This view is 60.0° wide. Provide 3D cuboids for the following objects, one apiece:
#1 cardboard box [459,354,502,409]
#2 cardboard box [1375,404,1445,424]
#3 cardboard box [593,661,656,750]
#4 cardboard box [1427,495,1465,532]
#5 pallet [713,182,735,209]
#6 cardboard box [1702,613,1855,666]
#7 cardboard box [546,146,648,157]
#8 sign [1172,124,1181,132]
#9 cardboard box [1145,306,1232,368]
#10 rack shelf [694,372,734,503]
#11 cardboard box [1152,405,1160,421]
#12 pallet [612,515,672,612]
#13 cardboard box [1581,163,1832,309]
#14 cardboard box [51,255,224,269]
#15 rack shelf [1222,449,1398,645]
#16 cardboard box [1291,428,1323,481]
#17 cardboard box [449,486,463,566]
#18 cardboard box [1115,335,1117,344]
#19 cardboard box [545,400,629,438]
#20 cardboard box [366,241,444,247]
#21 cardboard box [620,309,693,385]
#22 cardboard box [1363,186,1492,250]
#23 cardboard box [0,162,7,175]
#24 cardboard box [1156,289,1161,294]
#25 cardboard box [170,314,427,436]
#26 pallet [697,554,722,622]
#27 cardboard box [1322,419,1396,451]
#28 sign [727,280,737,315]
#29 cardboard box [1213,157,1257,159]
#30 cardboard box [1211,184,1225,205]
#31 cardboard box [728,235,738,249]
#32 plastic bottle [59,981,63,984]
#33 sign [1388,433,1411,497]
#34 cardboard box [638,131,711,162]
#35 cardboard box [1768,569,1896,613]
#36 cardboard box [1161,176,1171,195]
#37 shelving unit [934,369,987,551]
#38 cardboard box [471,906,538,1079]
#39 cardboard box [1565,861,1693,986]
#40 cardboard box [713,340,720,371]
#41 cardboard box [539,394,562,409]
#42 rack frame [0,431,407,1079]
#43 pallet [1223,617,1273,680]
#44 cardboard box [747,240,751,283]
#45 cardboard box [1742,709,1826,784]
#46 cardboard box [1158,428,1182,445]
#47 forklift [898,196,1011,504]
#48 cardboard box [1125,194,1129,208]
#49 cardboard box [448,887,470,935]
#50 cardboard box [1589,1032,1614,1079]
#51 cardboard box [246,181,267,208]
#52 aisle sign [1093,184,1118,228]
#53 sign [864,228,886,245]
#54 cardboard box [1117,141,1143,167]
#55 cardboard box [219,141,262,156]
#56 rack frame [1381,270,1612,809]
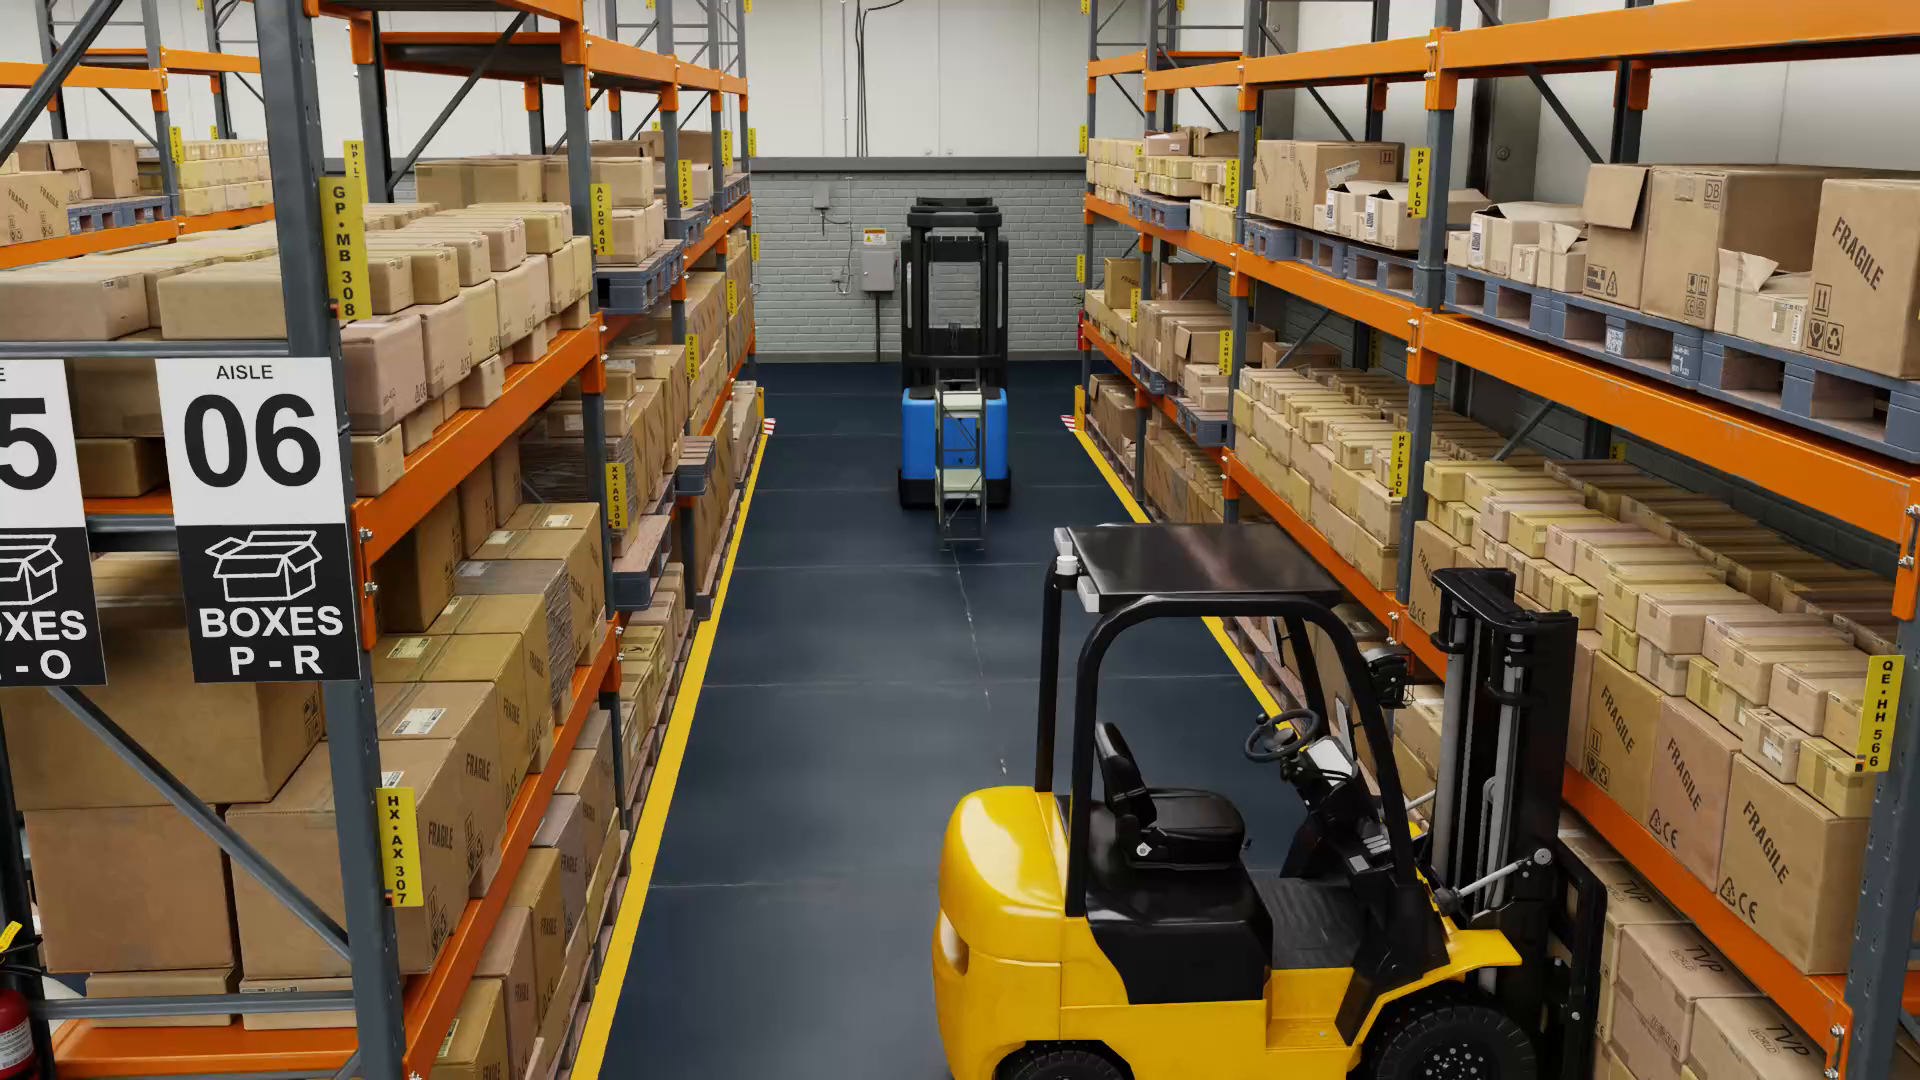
[{"bbox_3d":[-1.749,-0.530,5.550,0.380,0.149,0.250,-1,14,-3],"label":"cardboard box"},{"bbox_3d":[2.826,-0.760,10.459,0.380,0.149,0.250,0,14,-2],"label":"cardboard box"},{"bbox_3d":[-2.300,0.975,9.647,0.950,0.372,0.625,0,14,0],"label":"cardboard box"},{"bbox_3d":[2.494,-0.142,8.054,0.380,0.149,0.250,-1,14,-4],"label":"cardboard box"},{"bbox_3d":[-2.753,-3.388,16.331,1.003,0.211,1.213,-1,14,-3],"label":"pallet"},{"bbox_3d":[2.722,0.351,5.541,0.380,0.149,0.250,-1,14,-3],"label":"cardboard box"},{"bbox_3d":[-2.639,-2.577,11.953,0.797,0.503,0.637,-2,15,-7],"label":"cardboard box"},{"bbox_3d":[2.549,-4.732,19.600,0.100,0.325,0.005,-1,14,-3],"label":"sign"},{"bbox_3d":[2.080,-1.851,15.158,0.700,0.500,0.500,-1,14,-3],"label":"cardboard box"},{"bbox_3d":[-2.589,-0.929,14.059,1.077,0.370,4.000,-1,14,-3],"label":"rack shelf"},{"bbox_3d":[2.059,-1.211,15.986,0.380,0.149,0.250,-1,14,-4],"label":"cardboard box"},{"bbox_3d":[-2.119,0.116,8.941,1.003,0.211,1.213,-1,14,-3],"label":"pallet"},{"bbox_3d":[2.752,-1.131,6.131,0.797,0.503,0.637,0,14,-2],"label":"cardboard box"},{"bbox_3d":[-2.297,-0.715,4.668,0.380,0.149,0.250,-1,14,-4],"label":"cardboard box"},{"bbox_3d":[2.613,-0.011,10.494,1.077,0.370,4.000,-1,14,-3],"label":"rack shelf"},{"bbox_3d":[2.374,-0.531,10.367,0.500,0.250,0.500,-1,14,-3],"label":"cardboard box"},{"bbox_3d":[-2.392,-0.096,6.576,0.700,0.500,0.500,-1,14,-5],"label":"cardboard box"},{"bbox_3d":[1.892,-2.190,18.021,0.380,0.149,0.250,-1,14,-4],"label":"cardboard box"},{"bbox_3d":[-1.893,-0.617,8.463,0.380,0.149,0.250,-1,14,-4],"label":"cardboard box"},{"bbox_3d":[-1.825,-0.848,5.186,0.380,0.149,0.250,-1,14,-4],"label":"cardboard box"},{"bbox_3d":[-2.251,-1.439,12.391,0.500,0.500,0.500,-1,14,-5],"label":"cardboard box"},{"bbox_3d":[2.449,-1.700,8.729,0.500,0.311,0.500,-1,14,-5],"label":"cardboard box"},{"bbox_3d":[-7.181,-2.783,12.066,0.396,0.266,0.258,-1,14,-3],"label":"cardboard box"},{"bbox_3d":[2.287,-2.808,19.623,0.500,0.250,0.500,0,14,-2],"label":"cardboard box"},{"bbox_3d":[-1.734,-0.443,4.413,0.500,0.250,0.500,-1,14,-4],"label":"cardboard box"},{"bbox_3d":[-2.438,0.374,13.150,1.003,0.211,1.213,-1,14,-3],"label":"pallet"},{"bbox_3d":[2.386,-0.624,9.928,0.380,0.149,0.250,-1,14,-3],"label":"cardboard box"},{"bbox_3d":[-2.172,-2.308,15.810,0.100,0.325,0.005,-1,14,-3],"label":"sign"},{"bbox_3d":[2.446,-3.315,14.736,0.380,0.149,0.250,0,14,-2],"label":"cardboard box"},{"bbox_3d":[2.181,-2.706,13.006,0.380,0.149,0.250,-1,14,-3],"label":"cardboard box"},{"bbox_3d":[-2.604,-3.213,17.986,0.380,0.149,0.250,-1,14,-2],"label":"cardboard box"},{"bbox_3d":[-4.009,1.988,7.176,0.133,0.061,0.283,2,15,6],"label":"plastic bottle"},{"bbox_3d":[2.196,-0.374,8.295,0.100,0.325,0.005,-1,14,-3],"label":"sign"},{"bbox_3d":[-2.828,-3.864,16.753,0.797,0.503,0.637,0,14,1],"label":"cardboard box"},{"bbox_3d":[3.205,0.214,6.074,0.380,0.149,0.250,-1,14,-5],"label":"cardboard box"},{"bbox_3d":[1.935,-3.037,14.251,0.380,0.149,0.250,-1,14,-2],"label":"cardboard box"},{"bbox_3d":[0.000,-0.725,14.833,0.431,1.500,0.755,-1,14,-3],"label":"shelving unit"},{"bbox_3d":[-1.782,1.634,5.825,0.500,0.500,0.500,-1,14,-6],"label":"cardboard box"},{"bbox_3d":[2.566,1.415,6.177,0.500,0.250,0.500,-1,14,-3],"label":"cardboard box"},{"bbox_3d":[-2.366,-1.585,14.465,0.500,0.250,0.500,-1,14,-2],"label":"cardboard box"},{"bbox_3d":[-2.533,-0.544,9.479,0.500,0.500,0.500,0,14,-2],"label":"cardboard box"},{"bbox_3d":[-1.969,1.210,4.304,1.000,3.000,0.127,-1,14,-3],"label":"rack frame"},{"bbox_3d":[2.501,0.699,11.887,1.003,0.211,1.213,-1,14,-3],"label":"pallet"},{"bbox_3d":[-2.693,-3.186,19.180,0.500,0.500,0.500,0,14,-2],"label":"cardboard box"},{"bbox_3d":[2.638,0.625,5.075,0.380,0.149,0.250,-1,14,-3],"label":"cardboard box"},{"bbox_3d":[2.092,-0.998,15.757,0.380,0.149,0.250,-1,14,-5],"label":"cardboard box"},{"bbox_3d":[-0.055,-2.081,17.232,1.130,2.935,3.031,0,14,0],"label":"forklift"},{"bbox_3d":[1.894,-3.457,16.926,0.380,0.149,0.250,-1,14,-4],"label":"cardboard box"},{"bbox_3d":[-1.749,1.114,5.180,0.380,0.149,0.250,-1,14,-5],"label":"cardboard box"},{"bbox_3d":[2.597,1.900,6.296,0.500,0.250,0.500,-1,14,-3],"label":"cardboard box"},{"bbox_3d":[-7.494,-3.556,17.110,0.500,0.250,0.500,0,14,-1],"label":"cardboard box"},{"bbox_3d":[1.696,-4.118,19.795,0.394,0.787,0.004,-1,14,-3],"label":"aisle sign"},{"bbox_3d":[-1.295,-4.618,25.297,0.339,0.242,0.001,-1,14,-3],"label":"sign"},{"bbox_3d":[1.907,-3.992,17.204,0.500,0.250,0.500,-1,14,-2],"label":"cardboard box"},{"bbox_3d":[-7.533,-4.086,17.364,0.380,0.149,0.250,-1,14,-2],"label":"cardboard box"},{"bbox_3d":[2.737,0.138,8.471,1.000,3.000,0.127,-1,14,-3],"label":"rack frame"}]
